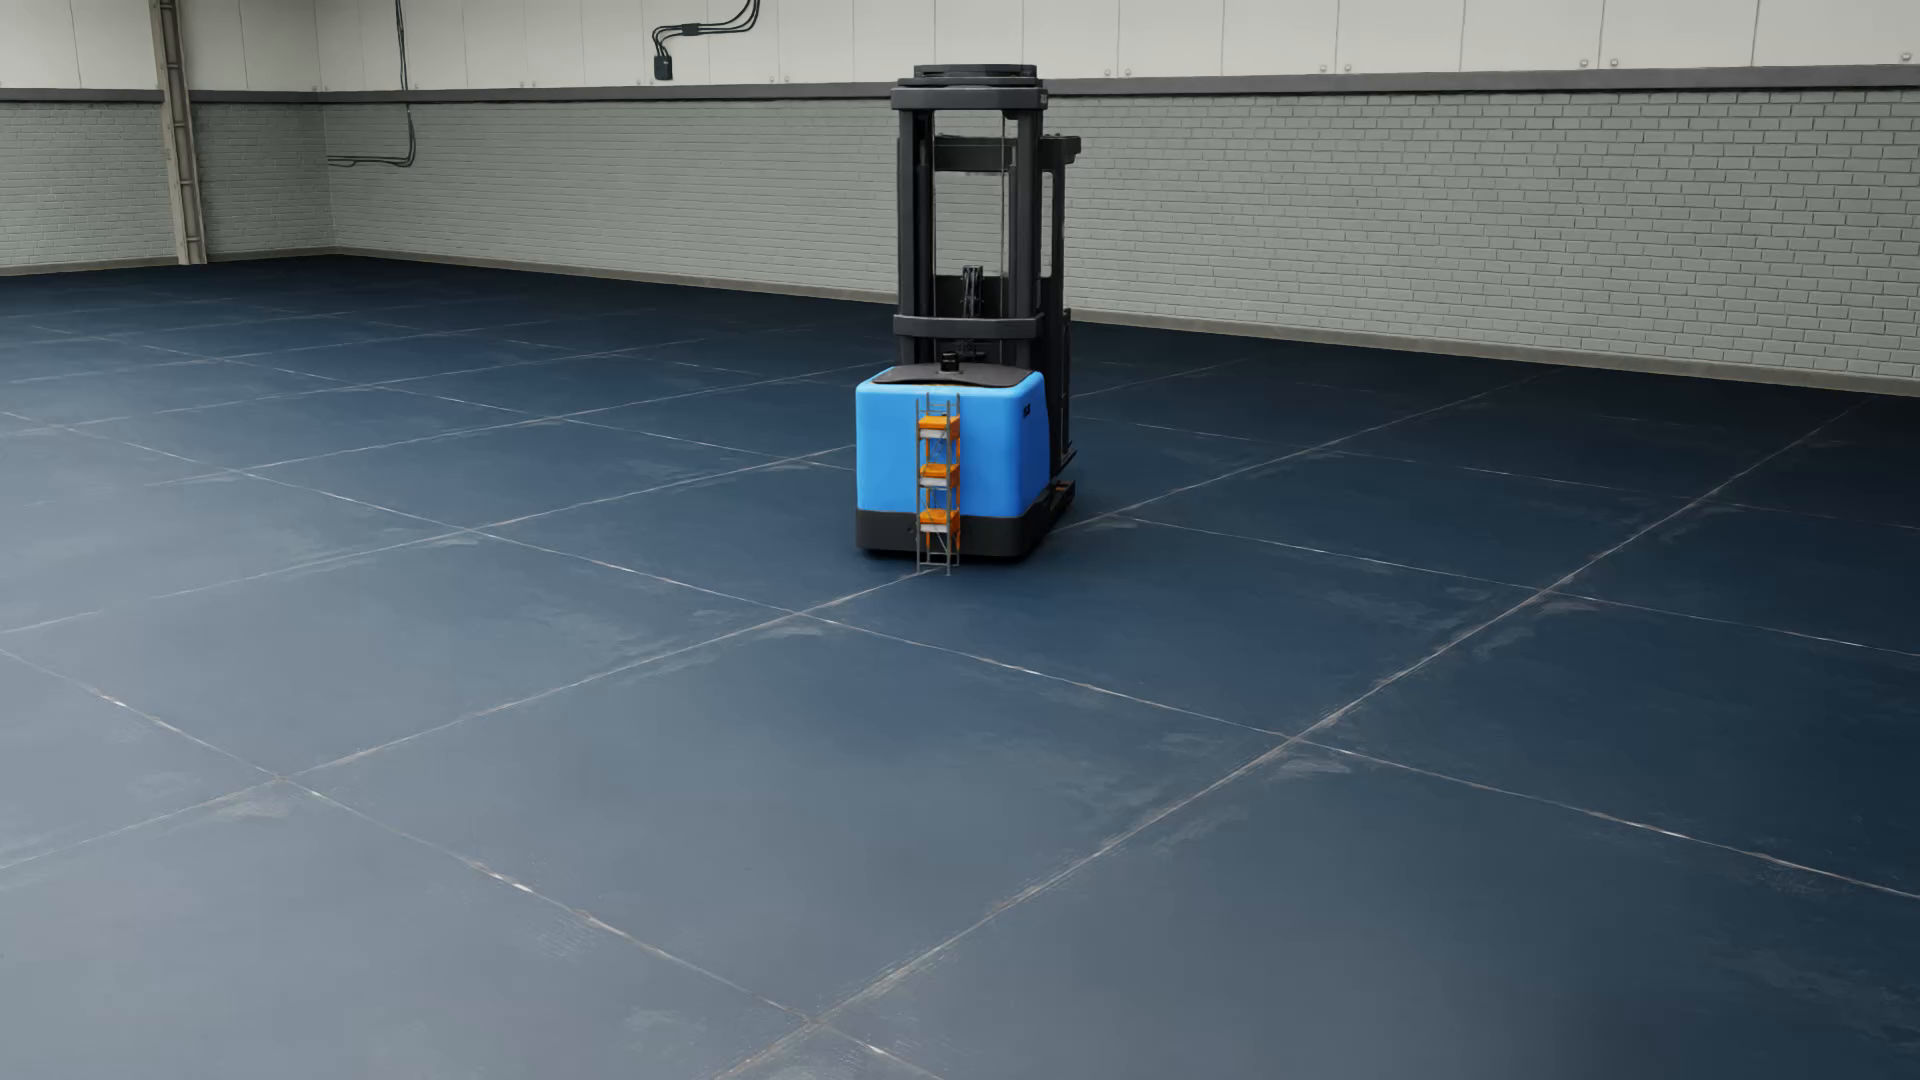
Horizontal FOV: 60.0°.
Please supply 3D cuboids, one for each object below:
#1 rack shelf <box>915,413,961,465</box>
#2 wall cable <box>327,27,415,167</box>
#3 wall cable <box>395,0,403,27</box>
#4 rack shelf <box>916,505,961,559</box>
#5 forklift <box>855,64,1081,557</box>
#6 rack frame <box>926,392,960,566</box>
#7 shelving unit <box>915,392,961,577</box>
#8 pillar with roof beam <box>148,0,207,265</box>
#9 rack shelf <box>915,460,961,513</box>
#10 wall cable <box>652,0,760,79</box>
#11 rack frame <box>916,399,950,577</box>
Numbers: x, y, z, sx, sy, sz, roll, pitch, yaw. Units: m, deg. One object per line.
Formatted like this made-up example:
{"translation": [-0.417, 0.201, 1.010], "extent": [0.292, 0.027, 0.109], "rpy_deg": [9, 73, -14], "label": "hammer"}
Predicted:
{"translation": [-0.128, -0.592, 9.712], "extent": [0.215, 0.259, 0.240], "rpy_deg": [3, 15, 13], "label": "rack shelf"}
{"translation": [-11.260, -8.304, 31.341], "extent": [3.097, 2.526, 0.112], "rpy_deg": [11, 18, 38], "label": "wall cable"}
{"translation": [-9.156, -10.333, 29.071], "extent": [3.097, 2.526, 0.112], "rpy_deg": [11, 18, 38], "label": "wall cable"}
{"translation": [-0.128, -0.048, 9.850], "extent": [0.215, 0.259, 0.240], "rpy_deg": [3, 15, 13], "label": "rack shelf"}
{"translation": [0.188, -1.637, 11.112], "extent": [1.130, 2.935, 3.031], "rpy_deg": [3, 15, 13], "label": "forklift"}
{"translation": [-0.101, -0.357, 9.894], "extent": [0.200, 1.050, 0.008], "rpy_deg": [3, 15, 13], "label": "rack frame"}
{"translation": [-0.128, -0.327, 9.779], "extent": [0.215, 1.050, 0.252], "rpy_deg": [3, 15, 13], "label": "shelving unit"}
{"translation": [-10.791, -8.783, 26.921], "extent": [9.100, 9.000, 0.400], "rpy_deg": [11, 18, 38], "label": "pillar with roof beam"}
{"translation": [-0.128, -0.317, 9.781], "extent": [0.215, 0.259, 0.240], "rpy_deg": [3, 15, 13], "label": "rack shelf"}
{"translation": [-3.886, -9.985, 24.745], "extent": [2.305, 6.003, 0.169], "rpy_deg": [11, 18, 38], "label": "wall cable"}
{"translation": [-0.156, -0.298, 9.664], "extent": [0.200, 1.050, 0.008], "rpy_deg": [3, 15, 13], "label": "rack frame"}
